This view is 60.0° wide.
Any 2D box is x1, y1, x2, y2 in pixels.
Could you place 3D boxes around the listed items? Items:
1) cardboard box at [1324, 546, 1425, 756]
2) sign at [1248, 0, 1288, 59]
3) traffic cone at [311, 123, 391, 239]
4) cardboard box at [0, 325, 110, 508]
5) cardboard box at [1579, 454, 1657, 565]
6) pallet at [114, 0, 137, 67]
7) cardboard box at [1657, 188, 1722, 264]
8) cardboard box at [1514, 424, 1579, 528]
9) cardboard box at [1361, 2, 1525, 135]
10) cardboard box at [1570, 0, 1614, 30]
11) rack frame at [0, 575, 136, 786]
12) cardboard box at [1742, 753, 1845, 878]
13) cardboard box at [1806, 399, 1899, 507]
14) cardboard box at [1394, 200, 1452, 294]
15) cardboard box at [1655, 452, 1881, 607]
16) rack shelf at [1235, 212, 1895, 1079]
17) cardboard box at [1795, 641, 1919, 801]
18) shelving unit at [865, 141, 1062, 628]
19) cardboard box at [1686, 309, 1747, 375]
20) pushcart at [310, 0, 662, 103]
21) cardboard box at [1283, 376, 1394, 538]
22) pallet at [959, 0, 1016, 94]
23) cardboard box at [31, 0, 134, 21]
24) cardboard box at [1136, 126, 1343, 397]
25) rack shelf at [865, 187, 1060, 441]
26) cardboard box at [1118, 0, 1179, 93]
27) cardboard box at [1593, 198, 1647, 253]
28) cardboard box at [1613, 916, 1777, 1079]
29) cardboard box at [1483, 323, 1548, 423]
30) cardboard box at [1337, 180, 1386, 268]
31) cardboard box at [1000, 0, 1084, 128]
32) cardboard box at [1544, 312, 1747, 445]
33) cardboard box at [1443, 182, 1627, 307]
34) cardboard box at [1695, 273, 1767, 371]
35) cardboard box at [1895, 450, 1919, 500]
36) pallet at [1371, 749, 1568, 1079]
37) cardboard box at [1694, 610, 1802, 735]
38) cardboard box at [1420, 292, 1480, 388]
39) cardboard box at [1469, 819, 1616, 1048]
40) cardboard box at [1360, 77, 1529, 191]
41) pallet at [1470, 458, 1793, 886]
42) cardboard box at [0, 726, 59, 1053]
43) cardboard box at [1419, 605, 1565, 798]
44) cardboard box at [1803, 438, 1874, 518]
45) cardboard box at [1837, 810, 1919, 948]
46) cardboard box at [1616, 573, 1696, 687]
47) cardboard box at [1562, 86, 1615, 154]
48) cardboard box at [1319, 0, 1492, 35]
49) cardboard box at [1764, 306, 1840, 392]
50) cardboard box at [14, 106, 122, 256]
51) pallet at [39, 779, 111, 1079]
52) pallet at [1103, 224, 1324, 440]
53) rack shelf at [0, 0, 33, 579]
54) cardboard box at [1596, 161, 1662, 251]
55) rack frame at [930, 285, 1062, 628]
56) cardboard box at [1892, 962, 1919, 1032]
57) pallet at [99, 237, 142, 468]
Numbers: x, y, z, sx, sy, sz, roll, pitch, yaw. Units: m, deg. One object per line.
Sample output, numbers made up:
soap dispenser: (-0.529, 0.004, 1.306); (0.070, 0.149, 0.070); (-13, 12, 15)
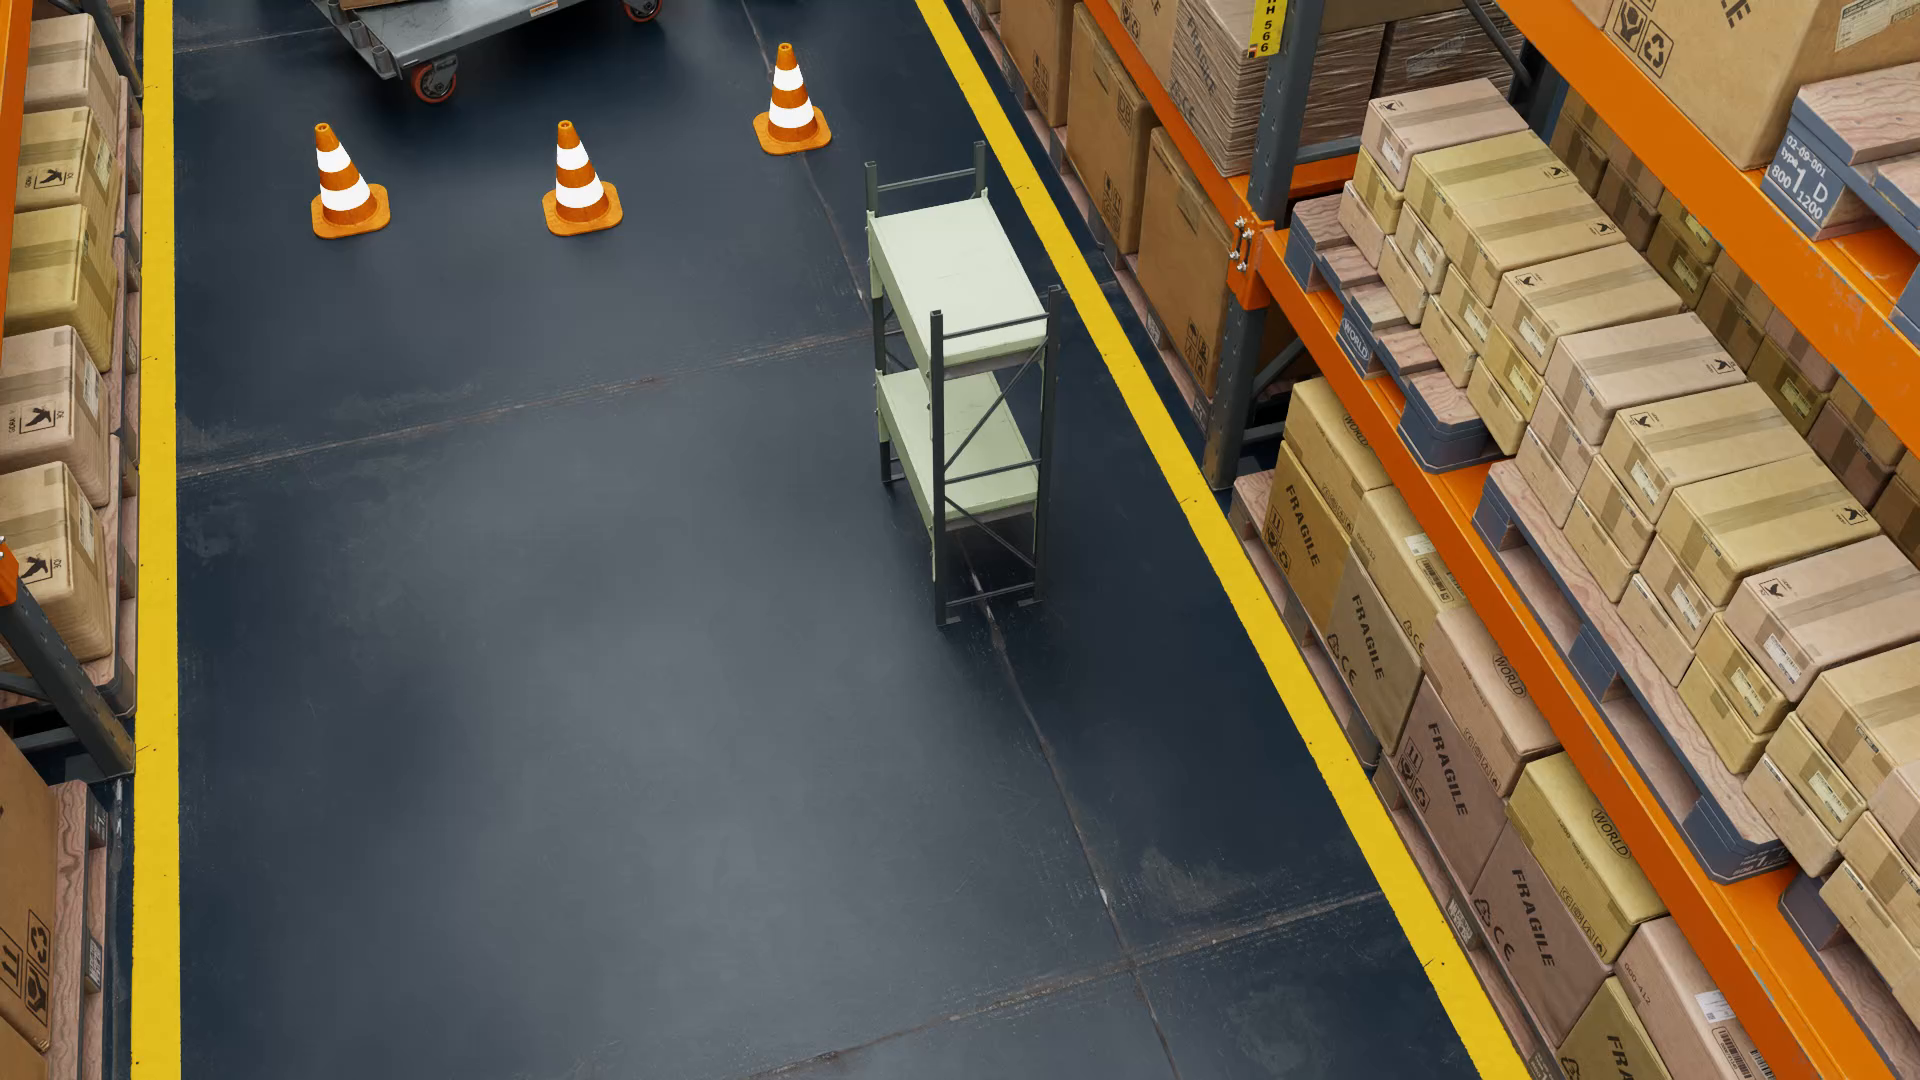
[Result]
cardboard box: (1.551, 0.306, 5.390); (0.500, 0.500, 0.500); (-13, 51, -11)
sign: (0.904, -1.550, 4.838); (0.100, 0.325, 0.005); (-13, 51, -11)
traffic cone: (-2.744, -1.627, 7.319); (0.336, 0.463, 0.334); (-13, 51, -11)
cardboard box: (-3.649, -0.352, 6.029); (0.950, 0.372, 0.625); (-14, 51, -12)
cardboard box: (1.767, -0.116, 4.081); (0.380, 0.149, 0.250); (-14, 51, -11)
pallet: (-4.680, -2.617, 8.318); (1.003, 0.211, 1.213); (-13, 51, -11)
cardboard box: (2.166, -0.921, 4.565); (0.380, 0.149, 0.250); (-12, 51, -10)
cardboard box: (1.695, -0.203, 4.349); (0.380, 0.149, 0.250); (-12, 51, -10)
cardboard box: (1.559, -1.726, 5.678); (0.500, 0.500, 0.500); (-13, 51, -11)
cardboard box: (1.503, -1.463, 3.494); (0.500, 0.500, 0.500); (-13, 51, -11)
rack frame: (-3.265, -0.112, 4.382); (1.000, 3.000, 0.127); (-13, 51, -11)
cardboard box: (1.999, 0.560, 3.706); (0.380, 0.149, 0.250); (-15, 52, -13)
cardboard box: (2.398, -0.256, 4.199); (0.380, 0.149, 0.250); (-12, 51, -10)
cardboard box: (1.467, -0.859, 4.707); (0.380, 0.149, 0.250); (-11, 51, -9)
cardboard box: (1.846, -0.027, 3.811); (0.380, 0.149, 0.250); (-14, 51, -11)
rack shelf: (2.025, 0.388, 4.432); (1.077, 0.370, 4.000); (-13, 51, -11)
cardboard box: (2.009, 0.364, 3.482); (0.380, 0.149, 0.250); (-15, 51, -12)
shelving unit: (-0.002, -0.488, 5.681); (0.431, 1.500, 0.755); (-13, 51, -11)
cardboard box: (2.237, -0.550, 4.642); (0.380, 0.149, 0.250); (-14, 51, -11)
pushcart: (-2.285, -2.740, 8.313); (1.648, 0.377, 0.936); (-30, 56, -23)
cardboard box: (1.406, -0.318, 5.426); (0.500, 0.250, 0.500); (-15, 52, -13)
pallet: (0.551, -2.781, 8.456); (1.003, 0.211, 1.213); (-13, 51, -11)
cardboard box: (-4.365, -2.774, 8.151); (0.500, 0.250, 0.500); (-15, 52, -13)
cardboard box: (1.339, -1.180, 6.480); (1.050, 0.750, 0.750); (-14, 51, -11)
rack shelf: (-0.002, -0.740, 5.382); (0.431, 0.370, 0.720); (-13, 51, -11)
cardboard box: (0.898, -1.970, 5.883); (0.500, 0.500, 0.500); (-13, 51, -11)
cardboard box: (2.090, -0.921, 4.954); (0.380, 0.149, 0.250); (-13, 51, -11)
cardboard box: (2.015, 1.180, 4.163); (0.500, 0.250, 0.500); (-11, 51, -9)
cardboard box: (1.624, -0.481, 4.388); (0.380, 0.149, 0.250); (-13, 51, -11)
cardboard box: (1.373, -0.987, 5.010); (0.380, 0.149, 0.250); (-14, 51, -11)
cardboard box: (0.802, -2.498, 7.591); (1.050, 0.750, 0.750); (-13, 51, -11)
cardboard box: (1.695, -0.403, 4.128); (0.380, 0.149, 0.250); (-11, 51, -9)
cardboard box: (1.536, -0.794, 4.458); (0.380, 0.149, 0.250); (-14, 51, -11)
cardboard box: (2.249, -0.628, 4.513); (0.380, 0.149, 0.250); (-13, 51, -11)
cardboard box: (2.473, -0.161, 3.925); (0.380, 0.149, 0.250); (-12, 51, -10)
pallet: (2.020, 1.054, 5.223); (1.003, 0.211, 1.213); (-13, 51, -11)
cardboard box: (1.917, 0.258, 3.765); (0.380, 0.149, 0.250); (-13, 51, -11)
cardboard box: (1.533, -0.594, 4.678); (0.380, 0.149, 0.250); (-11, 51, -9)
cardboard box: (1.858, 1.053, 4.761); (0.500, 0.500, 0.500); (-14, 51, -12)
cardboard box: (1.386, -1.166, 4.772); (0.380, 0.149, 0.250); (-13, 51, -11)
pallet: (2.058, 0.194, 4.250); (1.003, 0.211, 1.213); (-13, 51, -11)
cardboard box: (-3.140, 0.961, 4.593); (0.875, 0.875, 0.875); (-14, 51, -11)
cardboard box: (1.690, 0.417, 4.806); (0.500, 0.250, 0.500); (-13, 51, -11)
cardboard box: (2.393, -0.165, 4.317); (0.380, 0.149, 0.250); (-12, 51, -10)
cardboard box: (2.075, 0.648, 3.437); (0.380, 0.149, 0.250); (-15, 51, -12)
cardboard box: (1.843, 0.171, 4.033); (0.380, 0.149, 0.250); (-15, 51, -12)
cardboard box: (2.017, -1.297, 4.882); (0.380, 0.149, 0.250); (-15, 52, -12)
cardboard box: (1.310, -1.989, 5.246); (0.700, 0.500, 0.500); (-14, 51, -11)
cardboard box: (2.314, -0.550, 4.252); (0.380, 0.149, 0.250); (-13, 51, -11)
cardboard box: (-4.075, -1.415, 6.925); (0.950, 0.372, 0.625); (-10, 51, -9)
pallet: (-3.104, 1.380, 4.949); (1.003, 0.211, 1.213); (-13, 51, -11)
pallet: (1.272, -0.999, 6.954); (1.003, 0.211, 1.213); (-13, 51, -11)
rack shelf: (-3.857, -1.341, 5.889); (1.077, 0.370, 4.000); (-13, 51, -11)
cardboard box: (2.095, -1.003, 4.828); (0.380, 0.149, 0.250); (-12, 51, -10)
rack frame: (0.106, -0.221, 5.455); (0.400, 1.500, 0.023); (-13, 51, -11)
cardboard box: (2.161, 0.945, 3.381); (0.380, 0.149, 0.250); (-13, 51, -11)
pallet: (-3.852, -0.674, 6.680); (1.003, 0.211, 1.213); (-13, 51, -11)
